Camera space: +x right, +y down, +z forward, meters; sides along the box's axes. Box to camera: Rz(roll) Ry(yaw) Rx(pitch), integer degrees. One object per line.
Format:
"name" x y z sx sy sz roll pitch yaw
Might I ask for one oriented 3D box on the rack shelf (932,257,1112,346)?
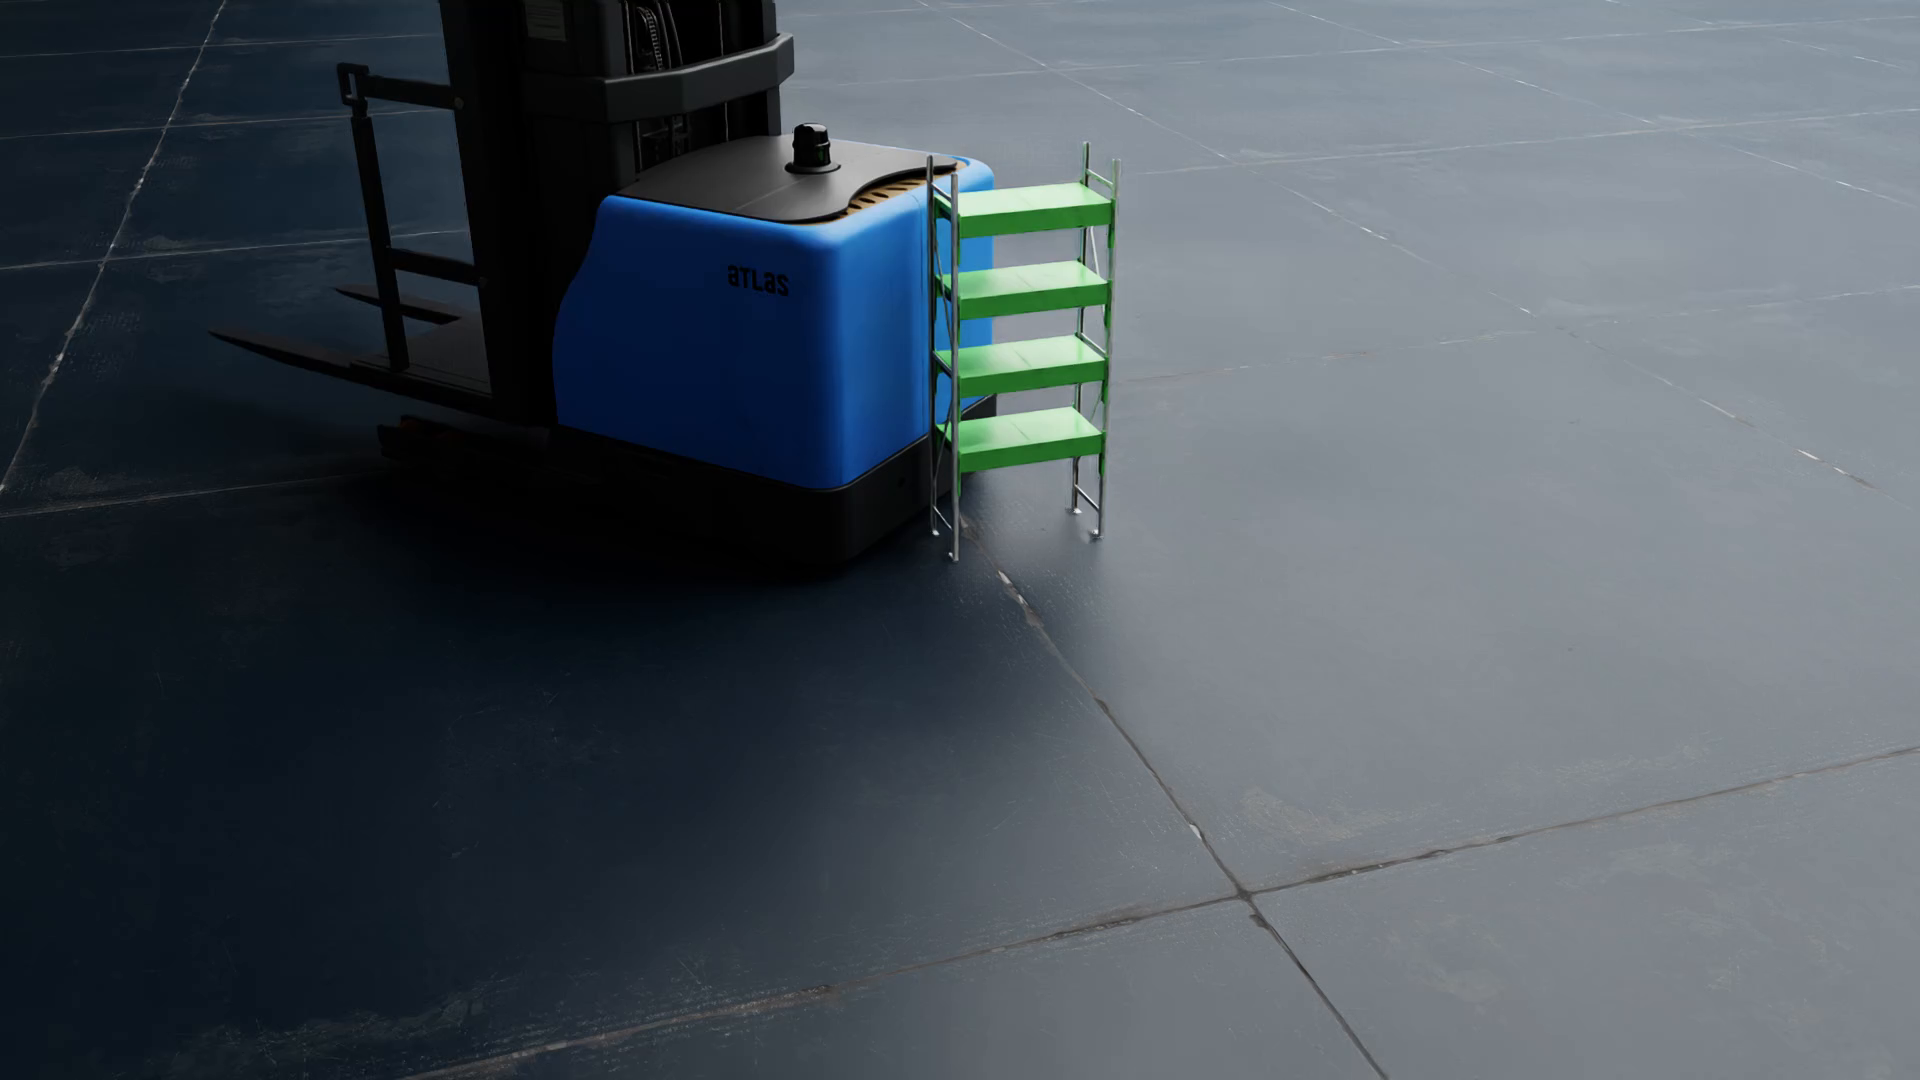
"rack shelf" 0.180 -0.714 4.942 0.480 0.148 0.258 -9 28 -17

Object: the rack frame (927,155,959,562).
"rack frame" -0.051 -0.521 4.949 0.015 1.200 0.240 -9 28 -17

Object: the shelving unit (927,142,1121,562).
"shelving unit" 0.180 -0.556 5.021 0.503 1.200 0.258 -9 28 -17

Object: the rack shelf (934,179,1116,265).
"rack shelf" 0.180 -0.929 4.836 0.480 0.148 0.258 -9 28 -17

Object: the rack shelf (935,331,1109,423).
"rack shelf" 0.180 -0.499 5.049 0.480 0.148 0.258 -9 28 -17

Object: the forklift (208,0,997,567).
"forklift" -1.408 -1.700 5.379 3.031 2.935 1.130 15 30 27

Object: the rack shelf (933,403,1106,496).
"rack shelf" 0.180 -0.284 5.156 0.480 0.148 0.258 -9 28 -17

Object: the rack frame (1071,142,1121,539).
"rack frame" 0.411 -0.592 5.092 0.015 1.200 0.240 -9 28 -17
